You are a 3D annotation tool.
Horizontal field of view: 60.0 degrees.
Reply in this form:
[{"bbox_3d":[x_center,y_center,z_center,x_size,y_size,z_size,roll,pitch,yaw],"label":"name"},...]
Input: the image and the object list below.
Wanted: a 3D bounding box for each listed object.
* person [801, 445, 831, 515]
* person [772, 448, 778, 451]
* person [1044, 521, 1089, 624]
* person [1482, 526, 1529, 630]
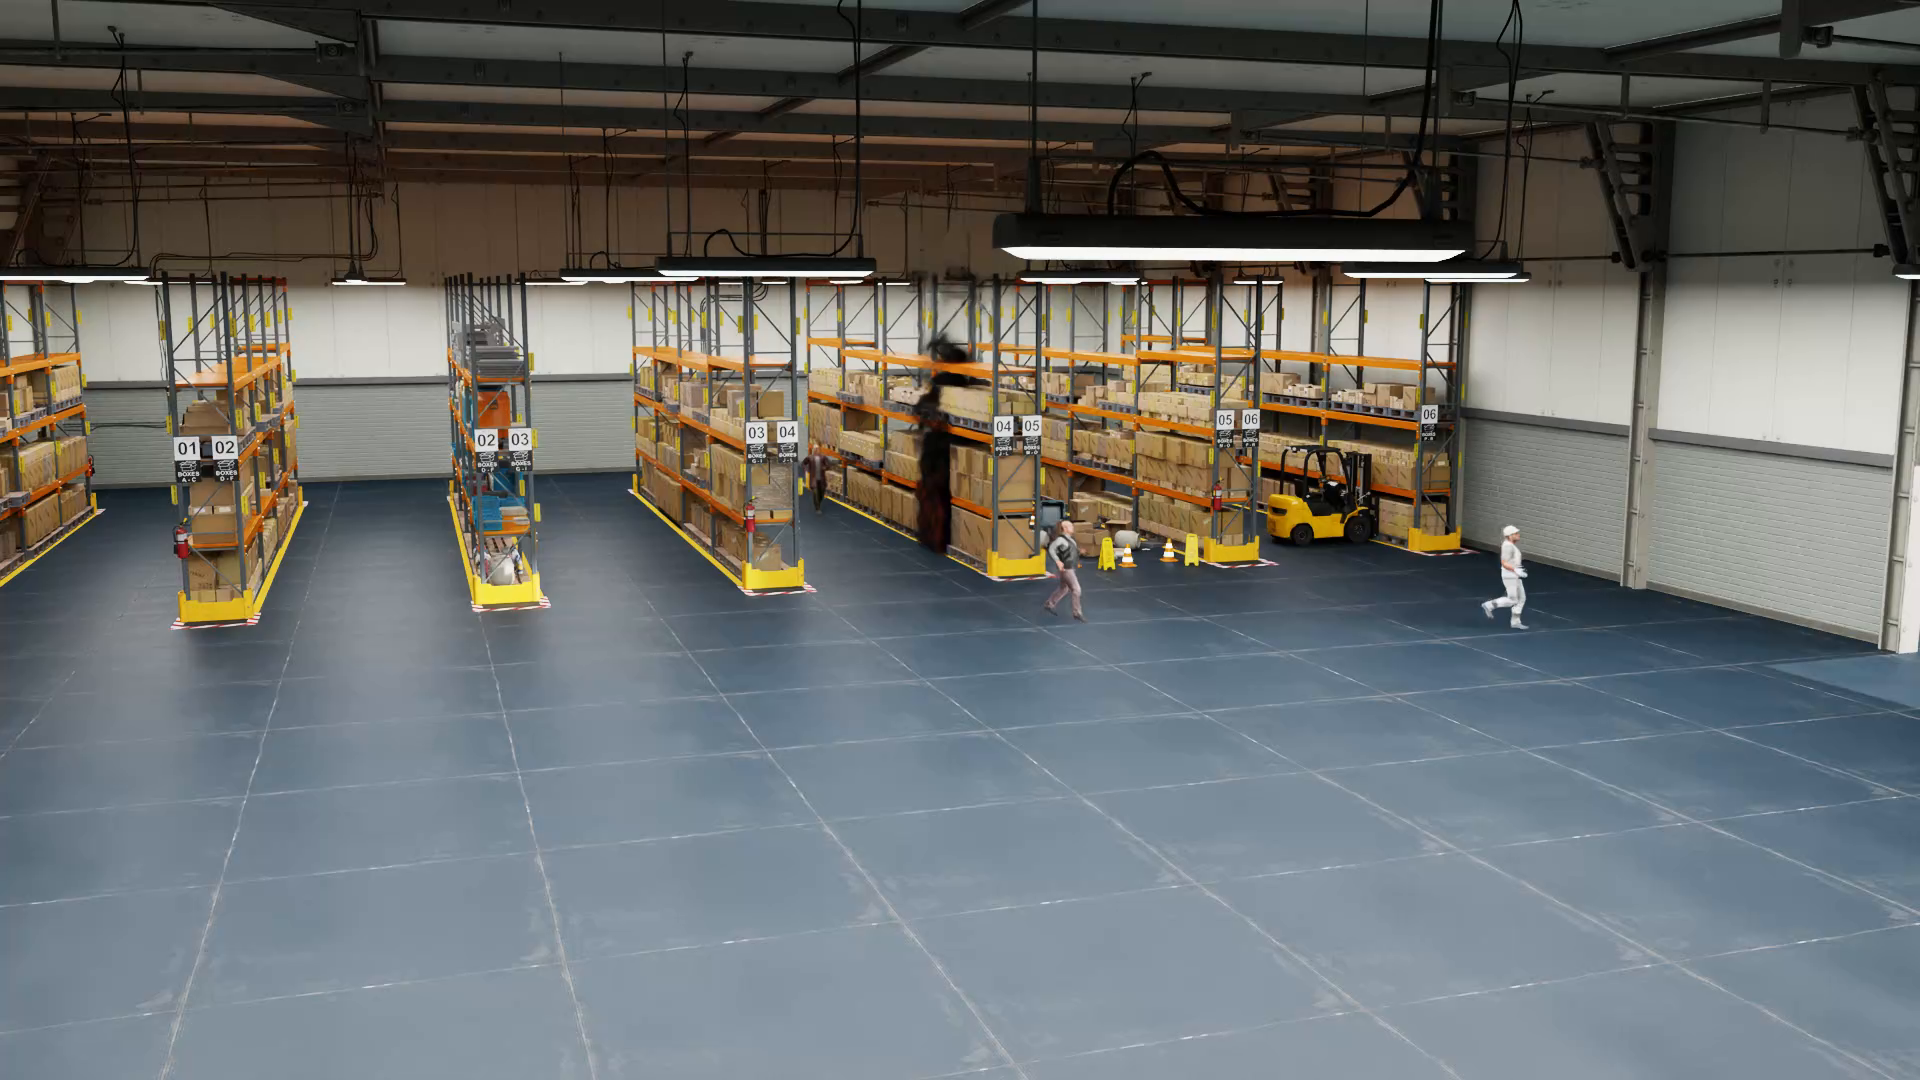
[{"bbox_3d":[-3.652,-1.556,42.426,0.715,1.755,1.027,-3,9,-17],"label":"person"},{"bbox_3d":[-5.446,-2.414,48.825,0.660,1.601,0.720,5,10,29],"label":"person"},{"bbox_3d":[1.848,0.539,28.740,0.868,1.758,0.641,3,9,19],"label":"person"},{"bbox_3d":[9.274,0.629,28.155,0.785,1.759,0.657,4,9,23],"label":"person"}]
